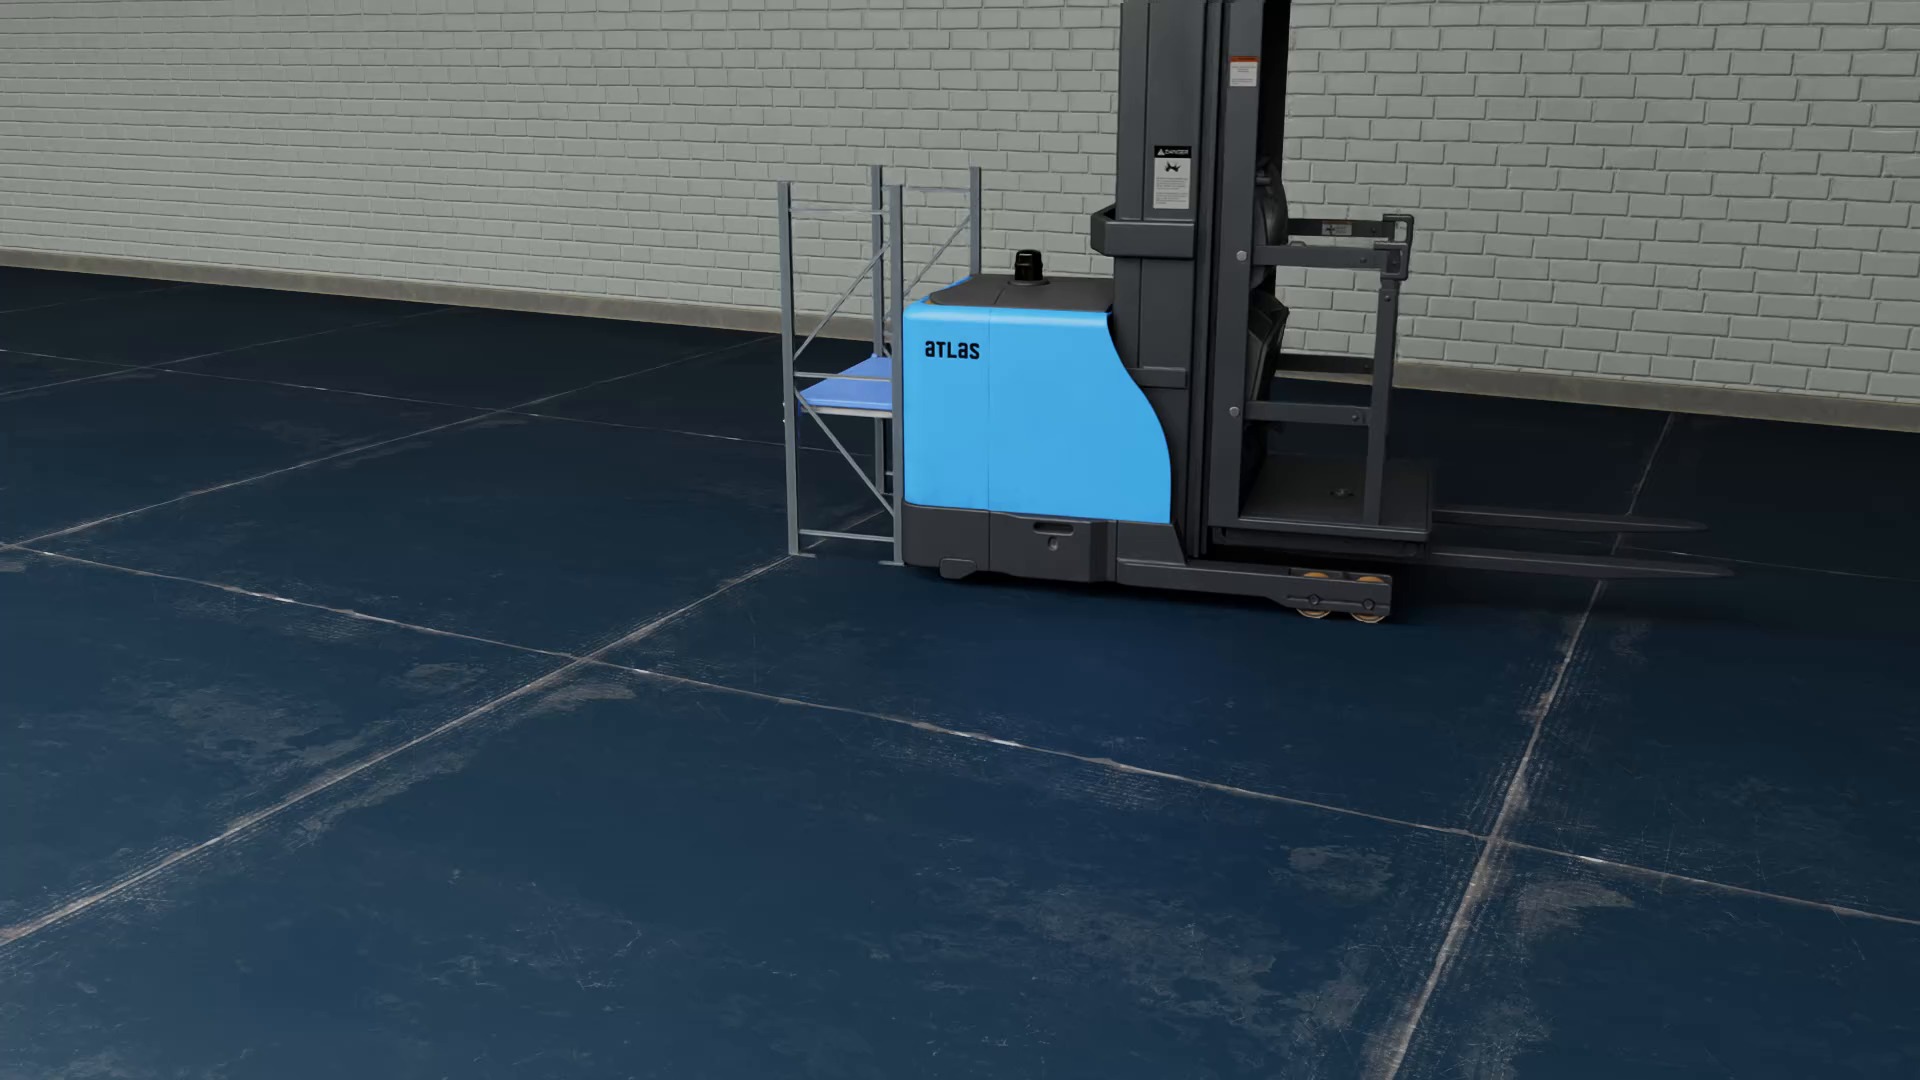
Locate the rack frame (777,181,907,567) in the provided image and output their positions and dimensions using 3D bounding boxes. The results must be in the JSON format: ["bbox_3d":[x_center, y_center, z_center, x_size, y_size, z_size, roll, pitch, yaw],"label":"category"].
[{"bbox_3d":[-0.458,-0.638,6.536,0.500,1.500,0.032,5,17,17],"label":"rack frame"}]

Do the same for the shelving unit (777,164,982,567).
[{"bbox_3d":[-0.303,-0.776,7.000,0.538,1.500,1.048,5,17,17],"label":"shelving unit"}]

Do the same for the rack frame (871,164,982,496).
[{"bbox_3d":[-0.148,-0.914,7.465,0.500,1.500,0.032,5,17,17],"label":"rack frame"}]

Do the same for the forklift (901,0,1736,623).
[{"bbox_3d":[1.346,-1.273,6.161,3.031,2.935,1.130,4,17,15],"label":"forklift"}]

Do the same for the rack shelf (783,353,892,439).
[{"bbox_3d":[-0.303,-0.603,7.052,0.538,0.185,1.000,5,17,17],"label":"rack shelf"}]
